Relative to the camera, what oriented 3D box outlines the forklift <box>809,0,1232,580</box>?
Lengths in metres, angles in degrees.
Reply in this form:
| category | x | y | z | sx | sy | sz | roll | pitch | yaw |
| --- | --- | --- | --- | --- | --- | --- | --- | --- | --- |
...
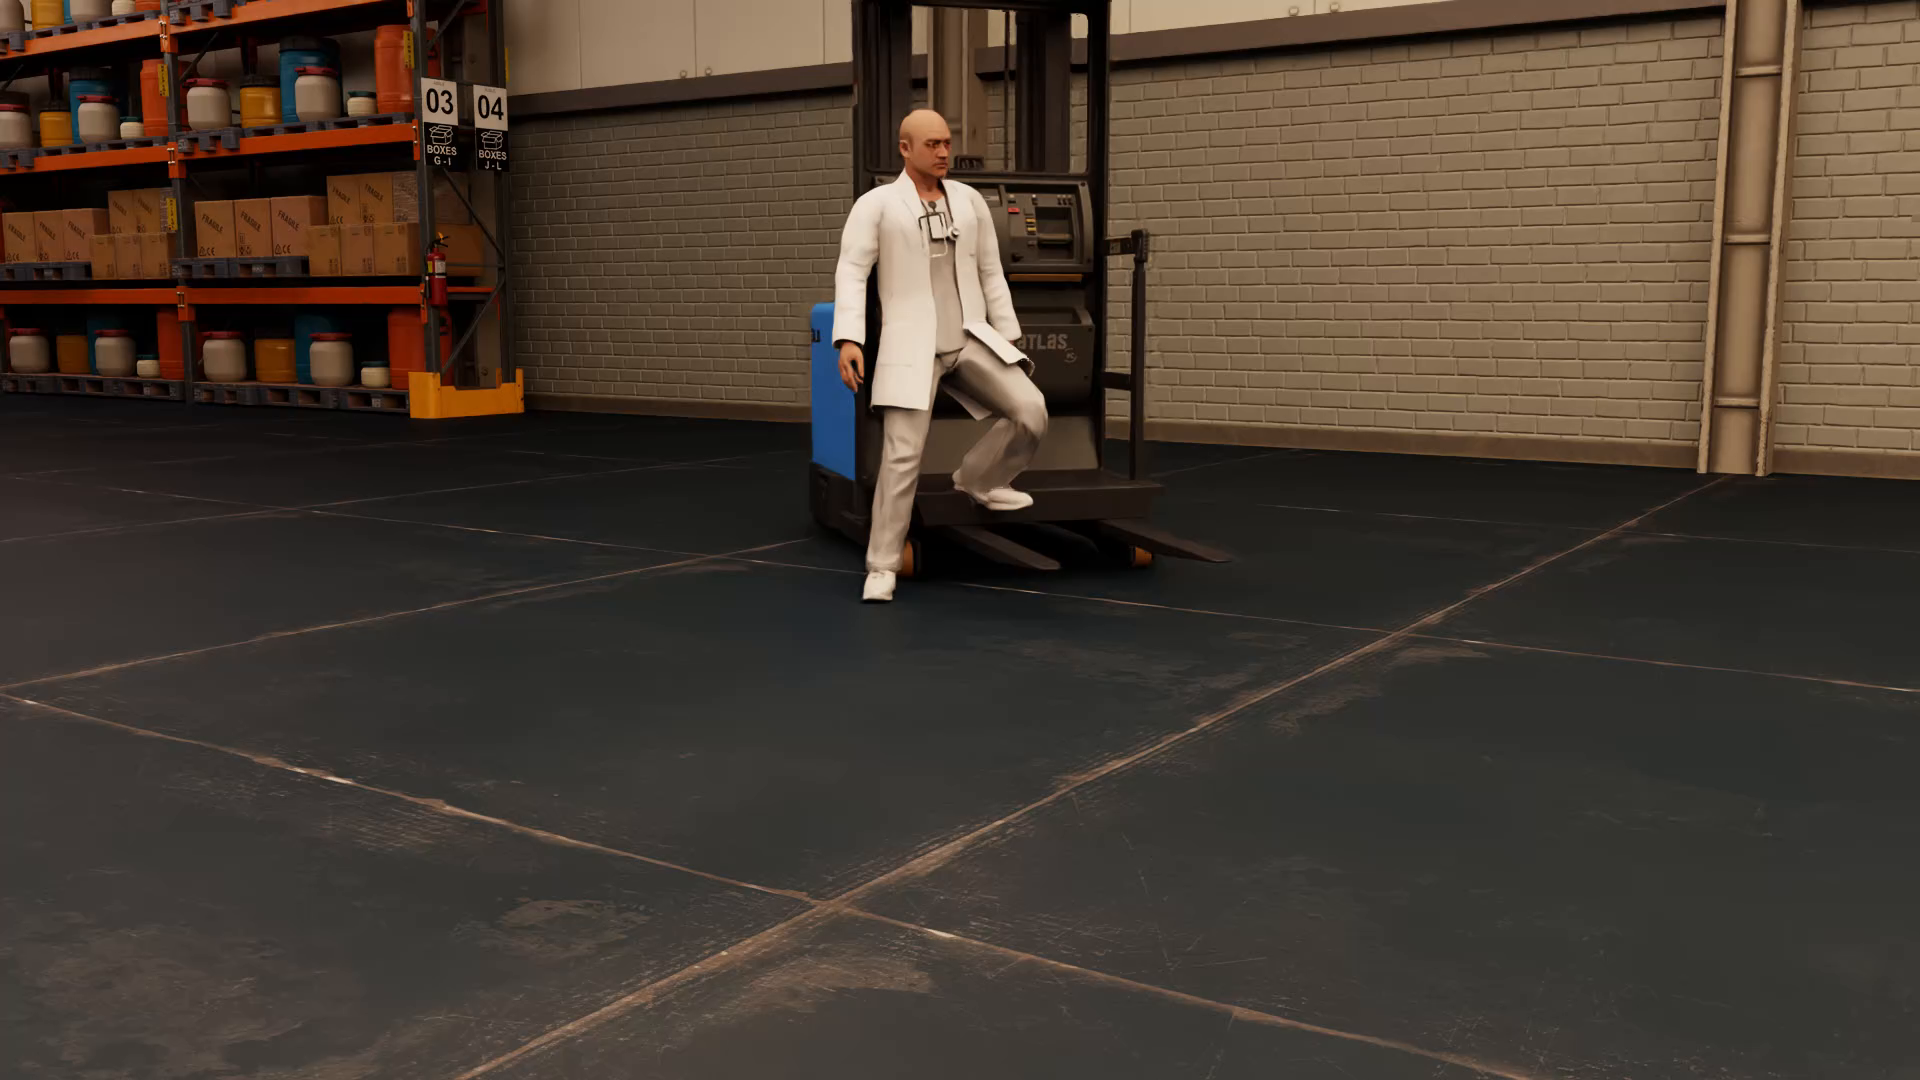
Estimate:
| category | x | y | z | sx | sy | sz | roll | pitch | yaw |
| --- | --- | --- | --- | --- | --- | --- | --- | --- | --- |
| forklift | 0.167 | -1.355 | 6.719 | 1.130 | 2.935 | 3.031 | -2 | 8 | -16 |

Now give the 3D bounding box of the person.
| category | x | y | z | sx | sy | sz | roll | pitch | yaw |
| --- | --- | --- | --- | --- | --- | --- | --- | --- | --- |
| person | -0.078 | -0.680 | 6.105 | 0.791 | 1.771 | 0.534 | -4 | 9 | -24 |
